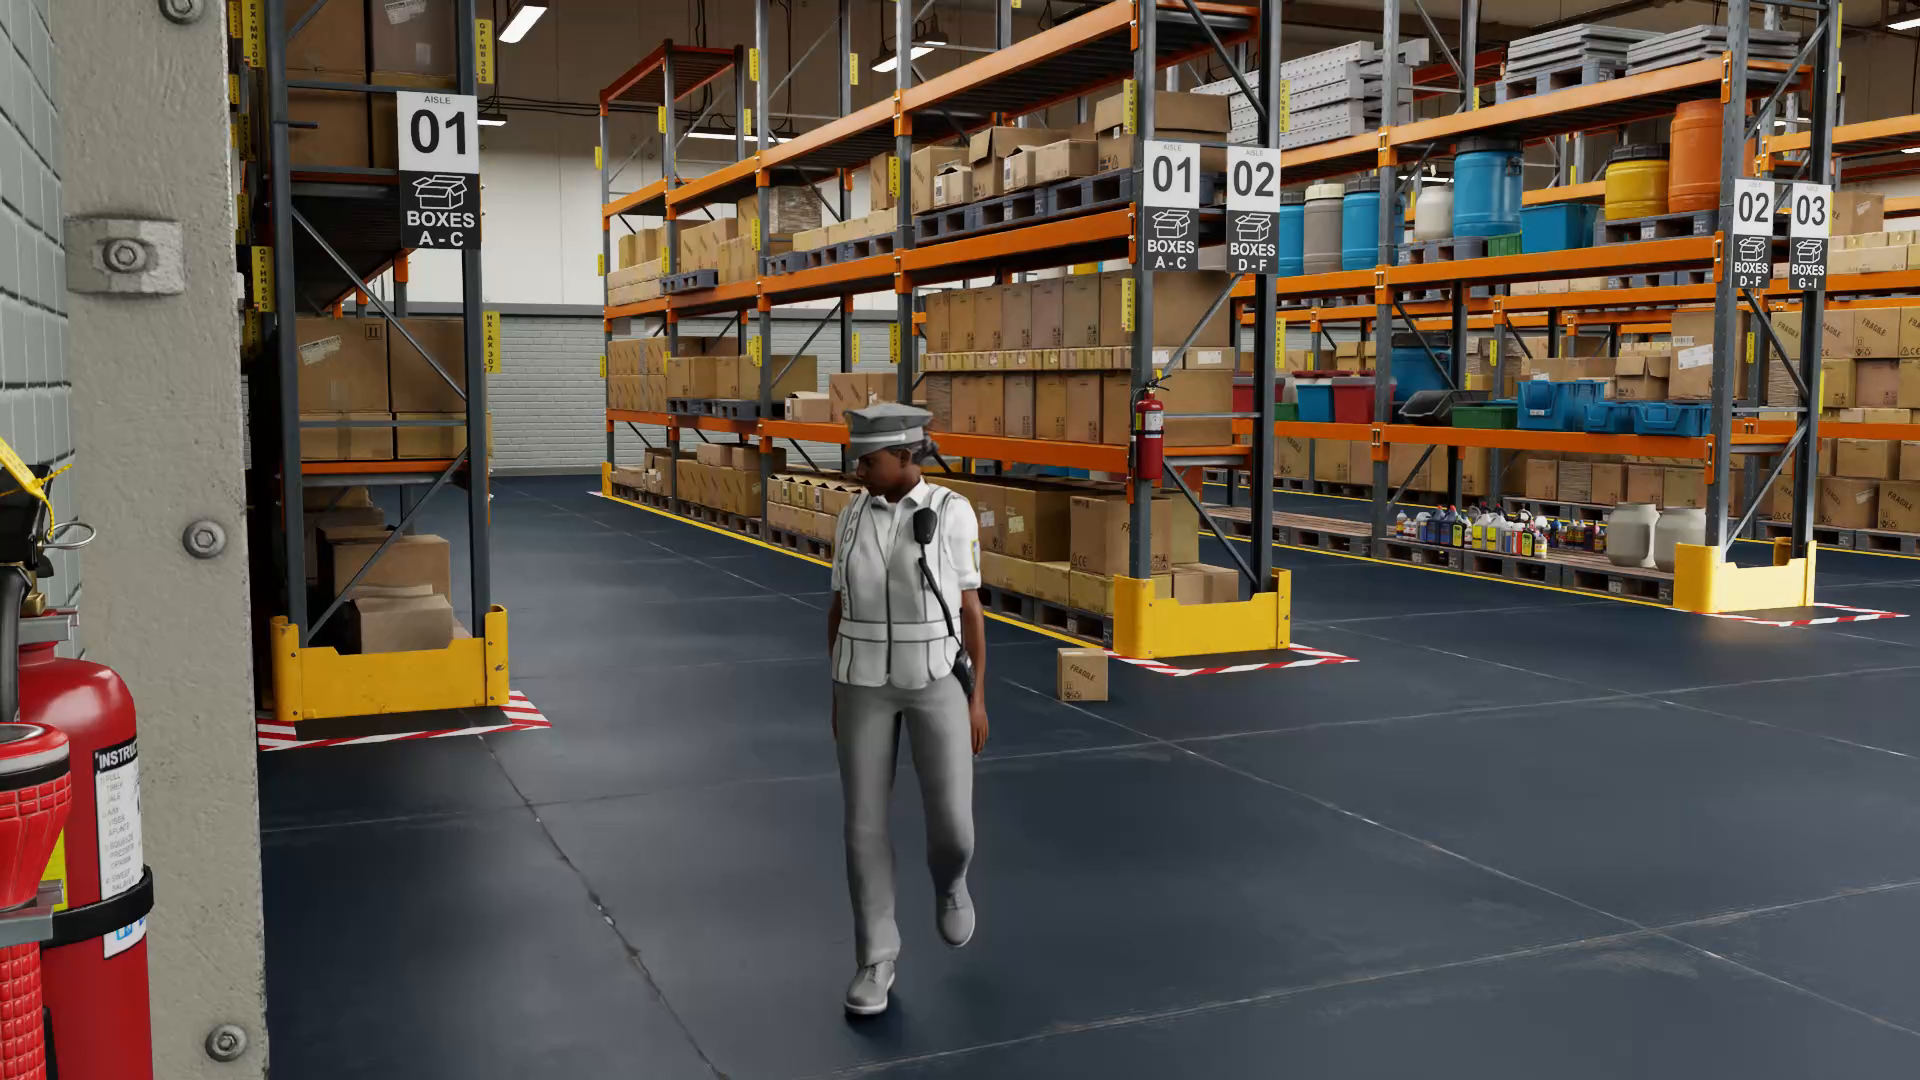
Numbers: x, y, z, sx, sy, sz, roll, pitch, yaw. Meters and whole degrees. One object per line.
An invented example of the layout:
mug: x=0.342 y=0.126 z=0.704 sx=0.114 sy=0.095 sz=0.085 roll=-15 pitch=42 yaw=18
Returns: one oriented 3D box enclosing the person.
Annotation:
person: x=-0.157 y=0.445 z=4.670 sx=0.469 sy=1.656 sz=0.555 roll=1 pitch=6 yaw=13
